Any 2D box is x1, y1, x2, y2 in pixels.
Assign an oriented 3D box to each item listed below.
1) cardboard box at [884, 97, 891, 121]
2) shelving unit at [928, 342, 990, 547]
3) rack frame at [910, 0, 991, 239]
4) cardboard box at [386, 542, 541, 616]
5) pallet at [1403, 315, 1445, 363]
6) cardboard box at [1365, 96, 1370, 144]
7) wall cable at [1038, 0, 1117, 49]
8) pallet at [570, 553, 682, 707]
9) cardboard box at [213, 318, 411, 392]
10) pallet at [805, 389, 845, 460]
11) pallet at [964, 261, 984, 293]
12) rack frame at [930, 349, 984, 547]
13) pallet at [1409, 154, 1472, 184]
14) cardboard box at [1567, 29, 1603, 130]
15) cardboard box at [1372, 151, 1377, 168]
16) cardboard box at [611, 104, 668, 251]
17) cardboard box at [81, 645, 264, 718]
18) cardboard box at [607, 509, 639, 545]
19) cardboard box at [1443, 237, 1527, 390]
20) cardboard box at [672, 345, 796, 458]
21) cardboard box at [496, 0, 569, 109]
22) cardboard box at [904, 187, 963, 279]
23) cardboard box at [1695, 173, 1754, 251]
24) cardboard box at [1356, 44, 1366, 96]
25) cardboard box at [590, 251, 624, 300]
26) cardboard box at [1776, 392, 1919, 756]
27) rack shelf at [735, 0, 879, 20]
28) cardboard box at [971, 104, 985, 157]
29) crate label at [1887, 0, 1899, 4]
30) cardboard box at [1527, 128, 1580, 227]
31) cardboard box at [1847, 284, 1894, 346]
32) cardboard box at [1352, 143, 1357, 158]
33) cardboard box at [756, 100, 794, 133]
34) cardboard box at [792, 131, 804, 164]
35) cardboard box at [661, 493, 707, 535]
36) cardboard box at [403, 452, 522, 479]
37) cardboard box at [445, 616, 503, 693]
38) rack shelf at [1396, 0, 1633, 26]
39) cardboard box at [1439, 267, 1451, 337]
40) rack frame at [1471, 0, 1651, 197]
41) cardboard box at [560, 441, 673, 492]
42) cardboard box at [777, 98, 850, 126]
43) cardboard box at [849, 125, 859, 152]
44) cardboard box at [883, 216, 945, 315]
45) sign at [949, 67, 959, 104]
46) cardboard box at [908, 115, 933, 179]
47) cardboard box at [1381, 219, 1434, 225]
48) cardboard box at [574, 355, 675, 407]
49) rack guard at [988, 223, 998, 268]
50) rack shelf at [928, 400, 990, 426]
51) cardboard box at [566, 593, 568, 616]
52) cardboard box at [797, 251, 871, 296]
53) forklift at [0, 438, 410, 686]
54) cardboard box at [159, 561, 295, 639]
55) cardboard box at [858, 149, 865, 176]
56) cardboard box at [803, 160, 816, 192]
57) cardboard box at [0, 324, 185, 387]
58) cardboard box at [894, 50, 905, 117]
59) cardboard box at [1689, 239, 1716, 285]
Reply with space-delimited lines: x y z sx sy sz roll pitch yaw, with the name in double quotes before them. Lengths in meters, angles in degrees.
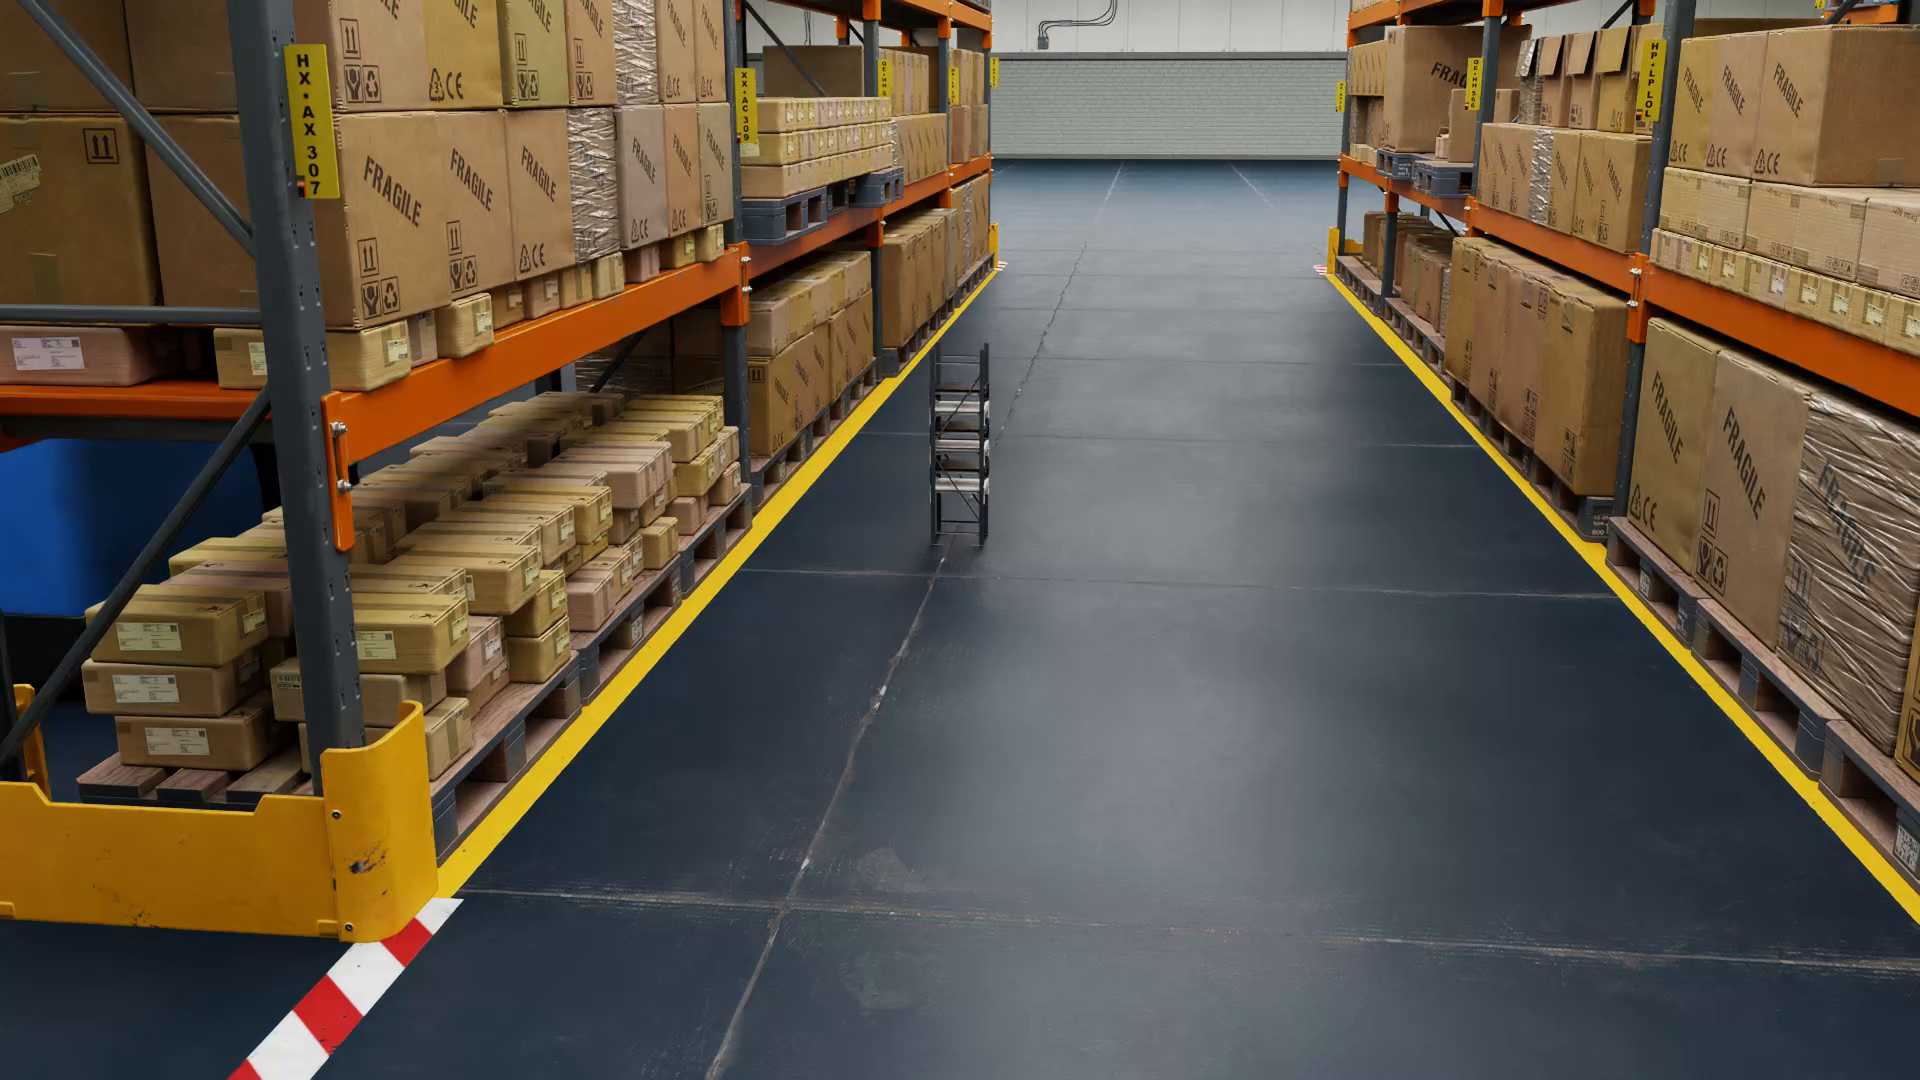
"cardboard box" -0.652 -2.812 10.851 0.380 0.149 0.250 1 15 4
"shelving unit" -0.001 -0.432 7.537 0.258 0.900 0.210 2 15 6
"rack frame" -0.150 -4.659 19.144 1.000 3.000 0.127 2 15 6
"cardboard box" -1.491 0.115 5.007 0.380 0.149 0.250 2 15 6
"pallet" 4.094 -1.583 13.113 1.003 0.211 1.213 2 15 6
"cardboard box" 4.740 -4.403 17.437 0.875 0.500 0.500 2 15 6
"wall cable" 3.476 -17.529 48.734 2.305 6.003 0.169 2 15 6
"pallet" -1.680 0.292 6.176 1.003 0.211 1.213 2 15 6
"cardboard box" -1.593 -0.462 4.105 0.380 0.149 0.250 2 15 6
"pallet" -1.282 -0.719 9.918 1.003 0.211 1.213 2 15 6
"pallet" -0.303 -2.787 17.565 1.003 0.211 1.213 2 15 6
"rack frame" -0.012 -0.406 7.439 0.240 0.900 0.006 2 15 6
"pallet" 4.047 -2.833 12.761 1.003 0.211 1.213 2 15 6
"cardboard box" 3.620 -2.412 8.721 0.797 0.503 0.637 2 15 8
"cardboard box" 4.091 -3.588 15.665 0.380 0.149 0.250 2 15 6
"cardboard box" -1.395 -1.341 6.112 0.500 0.500 0.500 2 15 6
"cardboard box" -2.179 0.376 4.613 0.380 0.149 0.250 1 15 5
"cardboard box" -1.440 -0.087 6.324 0.380 0.149 0.250 1 15 4
"cardboard box" 3.766 -1.410 10.396 1.225 0.875 0.875 1 15 4
"cardboard box" -1.157 -0.726 8.585 0.500 0.500 0.500 2 15 8
"cardboard box" -1.509 -1.557 4.997 0.500 0.500 0.500 1 15 5
"cardboard box" -0.461 -2.959 16.125 0.875 0.875 0.875 2 15 7
"cardboard box" 3.039 -1.202 6.079 0.500 0.250 0.500 2 15 6
"cardboard box" 4.316 -4.767 16.868 0.500 0.500 0.500 2 15 6
"cardboard box" -1.409 -0.936 5.860 0.380 0.149 0.250 2 15 7
"cardboard box" 3.057 0.082 4.878 0.875 0.875 0.875 2 15 6
"rack shelf" -1.278 -3.166 9.254 1.077 0.370 4.000 2 15 6
"cardboard box" -0.187 -4.490 18.233 0.875 0.550 0.550 2 15 6
"crate label" 9.149 -5.241 15.835 0.502 0.251 0.408 2 15 6
"cardboard box" 3.370 -1.945 8.917 0.500 0.500 0.500 2 15 6
"cardboard box" 2.817 -0.649 4.799 0.380 0.149 0.250 2 15 6
"cardboard box" 4.408 -4.169 17.816 0.380 0.149 0.250 2 15 6
"cardboard box" -1.002 -2.003 7.862 0.380 0.149 0.250 2 15 9
"cardboard box" -0.975 -1.927 8.149 0.380 0.149 0.250 1 15 5
"cardboard box" -1.288 -0.126 7.037 0.380 0.149 0.250 1 15 4
"cardboard box" -1.884 -0.235 6.302 0.380 0.149 0.250 1 15 4
"cardboard box" -1.554 0.323 4.807 0.380 0.149 0.250 2 15 6
"rack shelf" 4.090 -4.031 12.454 1.077 0.370 4.000 2 15 6
"cardboard box" 3.970 -1.736 12.280 0.700 0.500 0.500 0 15 2
"rack frame" 3.864 -2.411 10.833 1.000 3.000 0.127 2 15 6
"cardboard box" -1.341 -0.290 6.505 0.380 0.149 0.250 1 15 4
"cardboard box" -0.831 -2.409 9.361 0.380 0.149 0.250 2 15 8
"cardboard box" -0.799 -2.333 9.649 0.380 0.149 0.250 2 15 8
"cardboard box" -0.695 -2.324 14.016 1.050 0.750 0.750 2 15 6
"sign" -0.061 -4.128 15.116 0.100 0.325 0.005 2 15 6
"cardboard box" -0.509 -3.264 13.795 0.500 0.500 0.500 2 15 7
"cardboard box" 4.557 -3.003 17.005 0.500 0.500 0.500 3 15 11
"cardboard box" -1.671 -0.742 8.642 0.500 0.500 0.500 1 15 5
"rack guard" -0.147 -3.458 19.493 1.175 0.500 0.348 2 15 6
"rack shelf" -0.001 -0.574 7.499 0.258 0.077 0.200 2 15 6
"cardboard box" -1.537 0.271 5.569 0.380 0.149 0.250 2 15 6
"cardboard box" -0.869 -1.757 10.959 0.500 0.250 0.500 1 15 5
"forklift" -3.157 -1.263 6.718 1.130 2.935 3.031 2 15 8
"cardboard box" -2.062 0.169 4.807 0.380 0.149 0.250 2 15 7
"cardboard box" -0.771 -2.258 9.943 0.380 0.149 0.250 1 15 4
"cardboard box" -0.945 -1.853 8.445 0.380 0.149 0.250 2 15 7
"cardboard box" -2.199 -0.480 4.173 0.380 0.149 0.250 2 15 6
"cardboard box" -0.823 -3.628 13.224 0.700 0.500 0.500 2 15 6
"cardboard box" 2.990 -1.049 6.277 0.380 0.149 0.250 2 15 8
